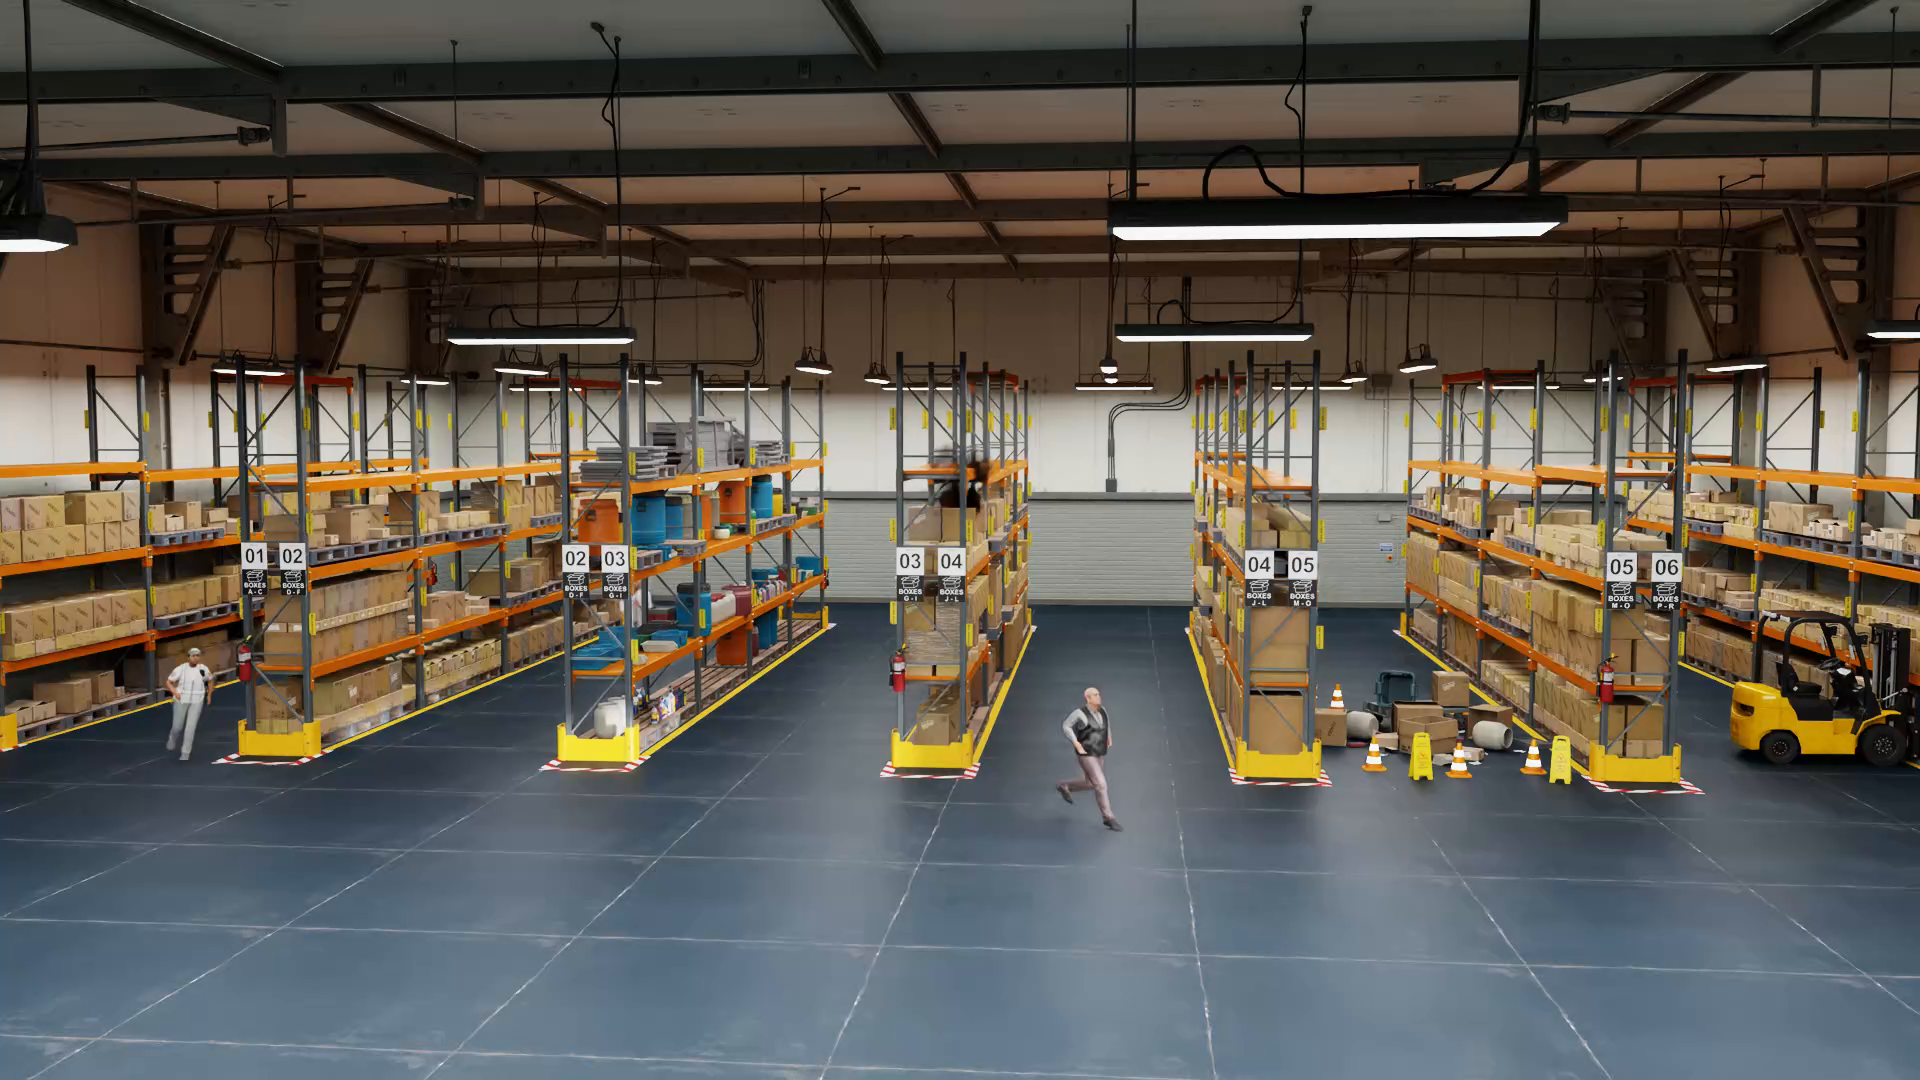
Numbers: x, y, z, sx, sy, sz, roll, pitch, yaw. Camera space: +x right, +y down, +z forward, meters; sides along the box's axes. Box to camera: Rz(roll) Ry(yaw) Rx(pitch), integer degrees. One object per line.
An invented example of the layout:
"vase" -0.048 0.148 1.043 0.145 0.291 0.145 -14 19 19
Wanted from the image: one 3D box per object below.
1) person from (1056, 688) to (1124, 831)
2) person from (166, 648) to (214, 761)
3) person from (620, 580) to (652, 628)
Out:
"person" 1.630 2.694 20.704 1.085 1.732 0.627 4 5 41
"person" -11.498 2.428 24.876 0.671 1.625 0.838 -2 5 -30
"person" -6.692 1.677 34.311 0.673 1.850 0.859 -1 4 -7
